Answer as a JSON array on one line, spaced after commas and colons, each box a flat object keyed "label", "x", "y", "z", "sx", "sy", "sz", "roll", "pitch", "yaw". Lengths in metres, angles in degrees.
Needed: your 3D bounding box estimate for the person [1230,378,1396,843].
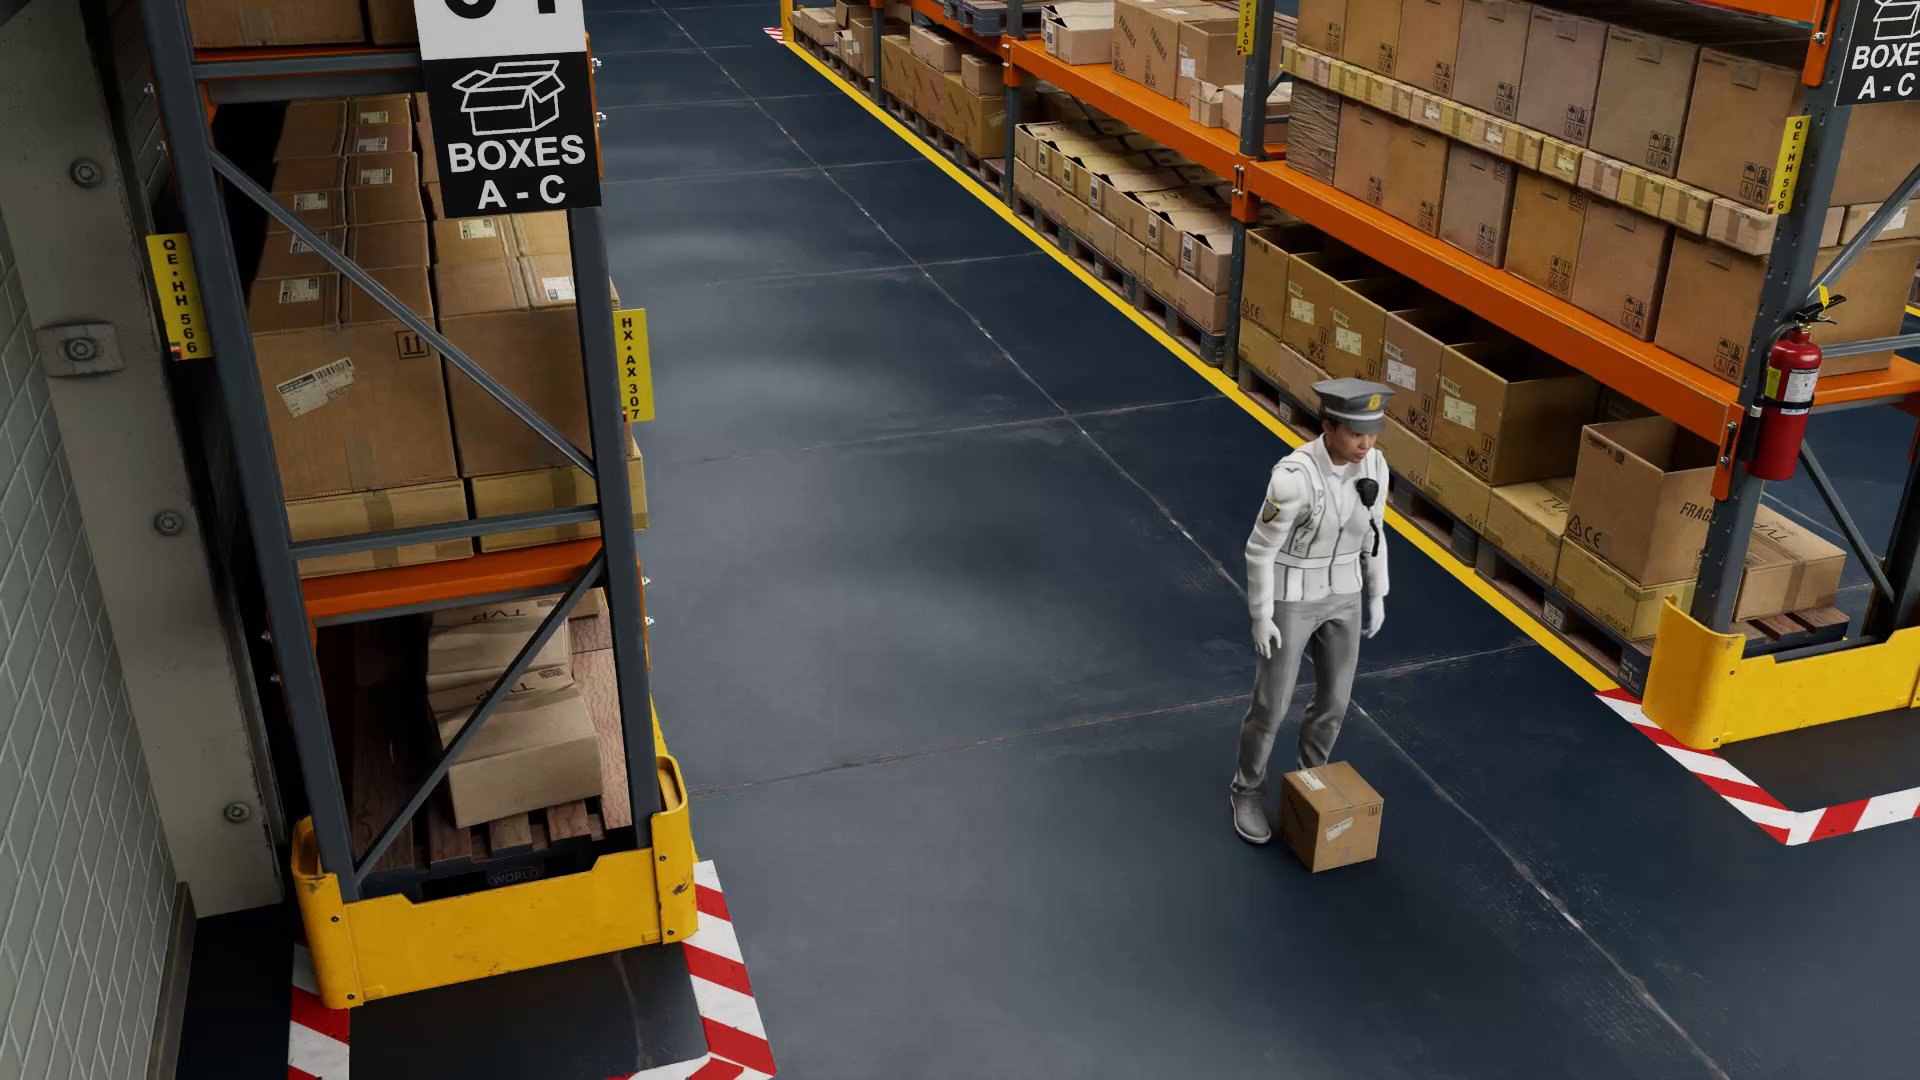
[{"label": "person", "x": 1.209, "y": 0.223, "z": 5.660, "sx": 0.546, "sy": 1.667, "sz": 0.369, "roll": -10, "pitch": 28, "yaw": -19}]
